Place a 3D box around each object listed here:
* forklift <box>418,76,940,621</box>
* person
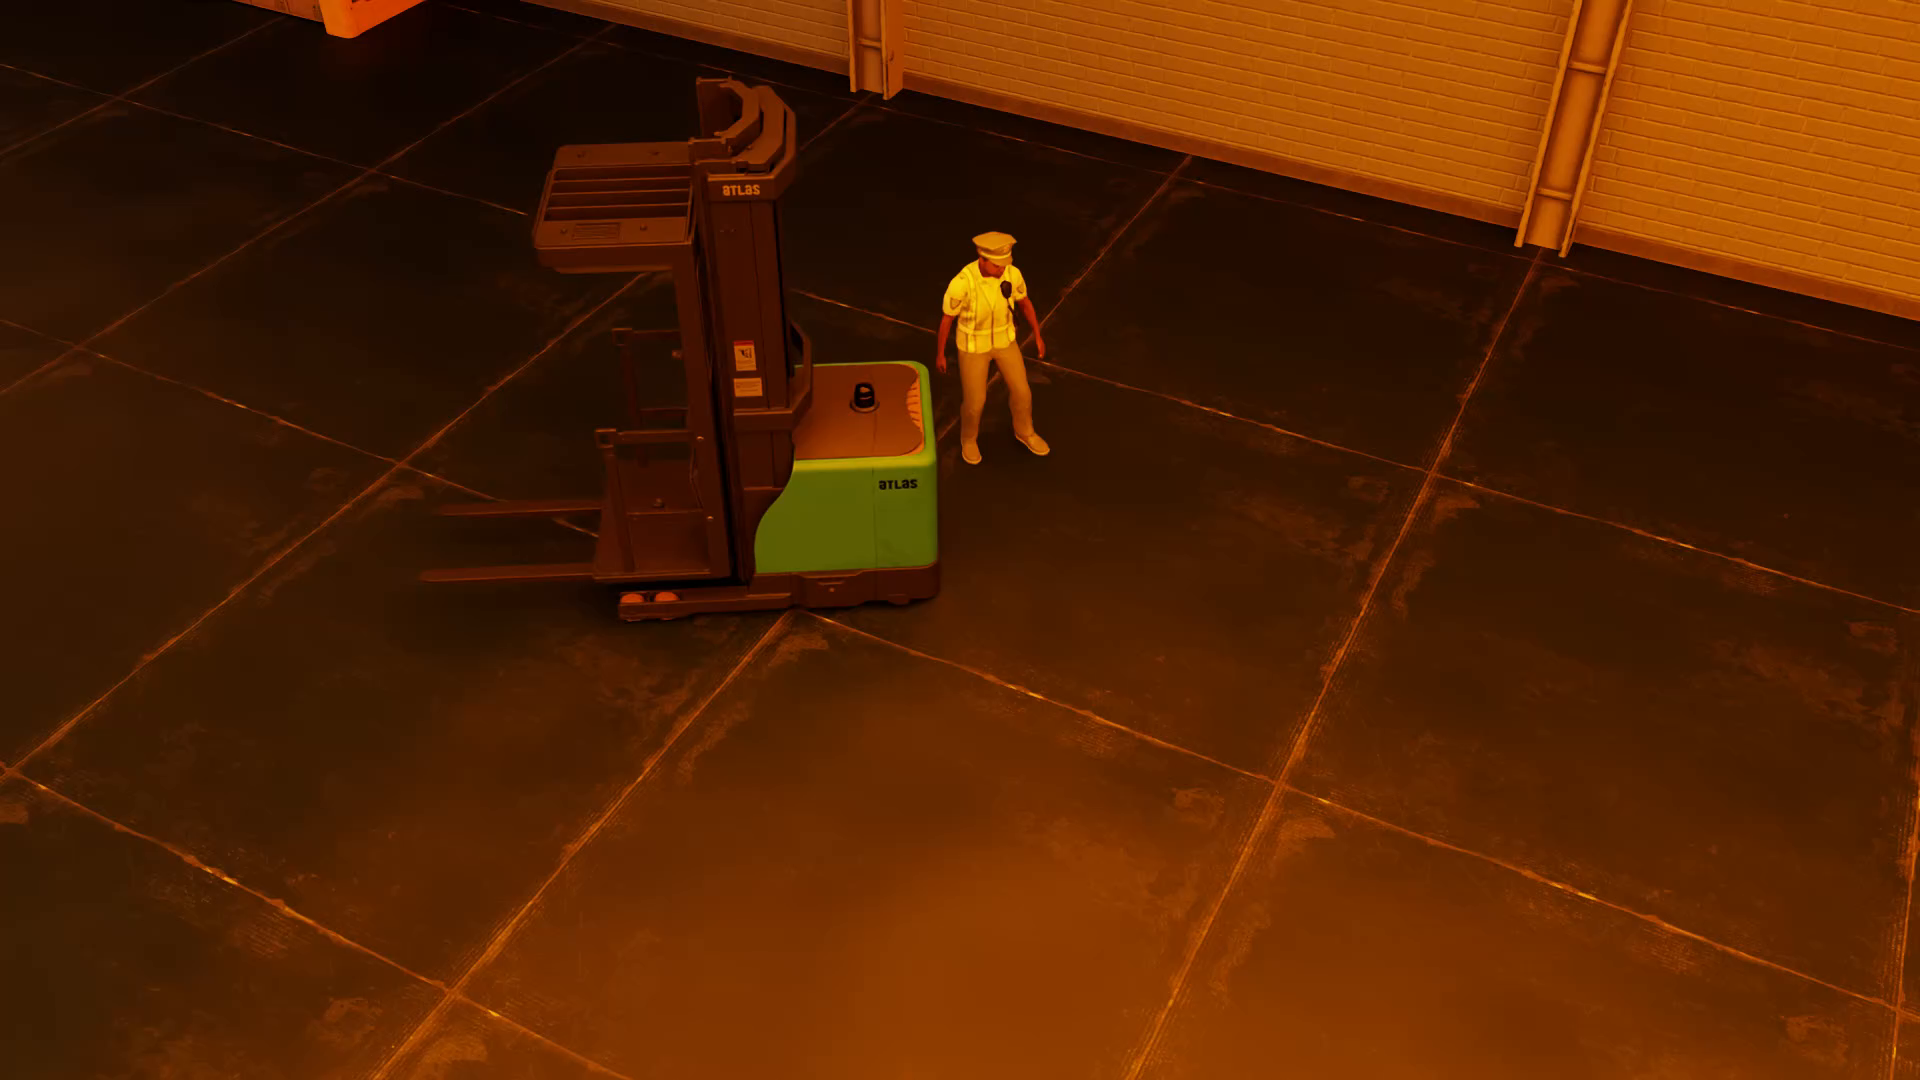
[{"bbox_3d":[-1.656,-0.999,9.173,3.031,2.935,1.130,-2,40,-3],"label":"forklift"},{"bbox_3d":[0.202,-1.213,10.441,0.727,1.633,0.377,-14,42,-16],"label":"person"}]
